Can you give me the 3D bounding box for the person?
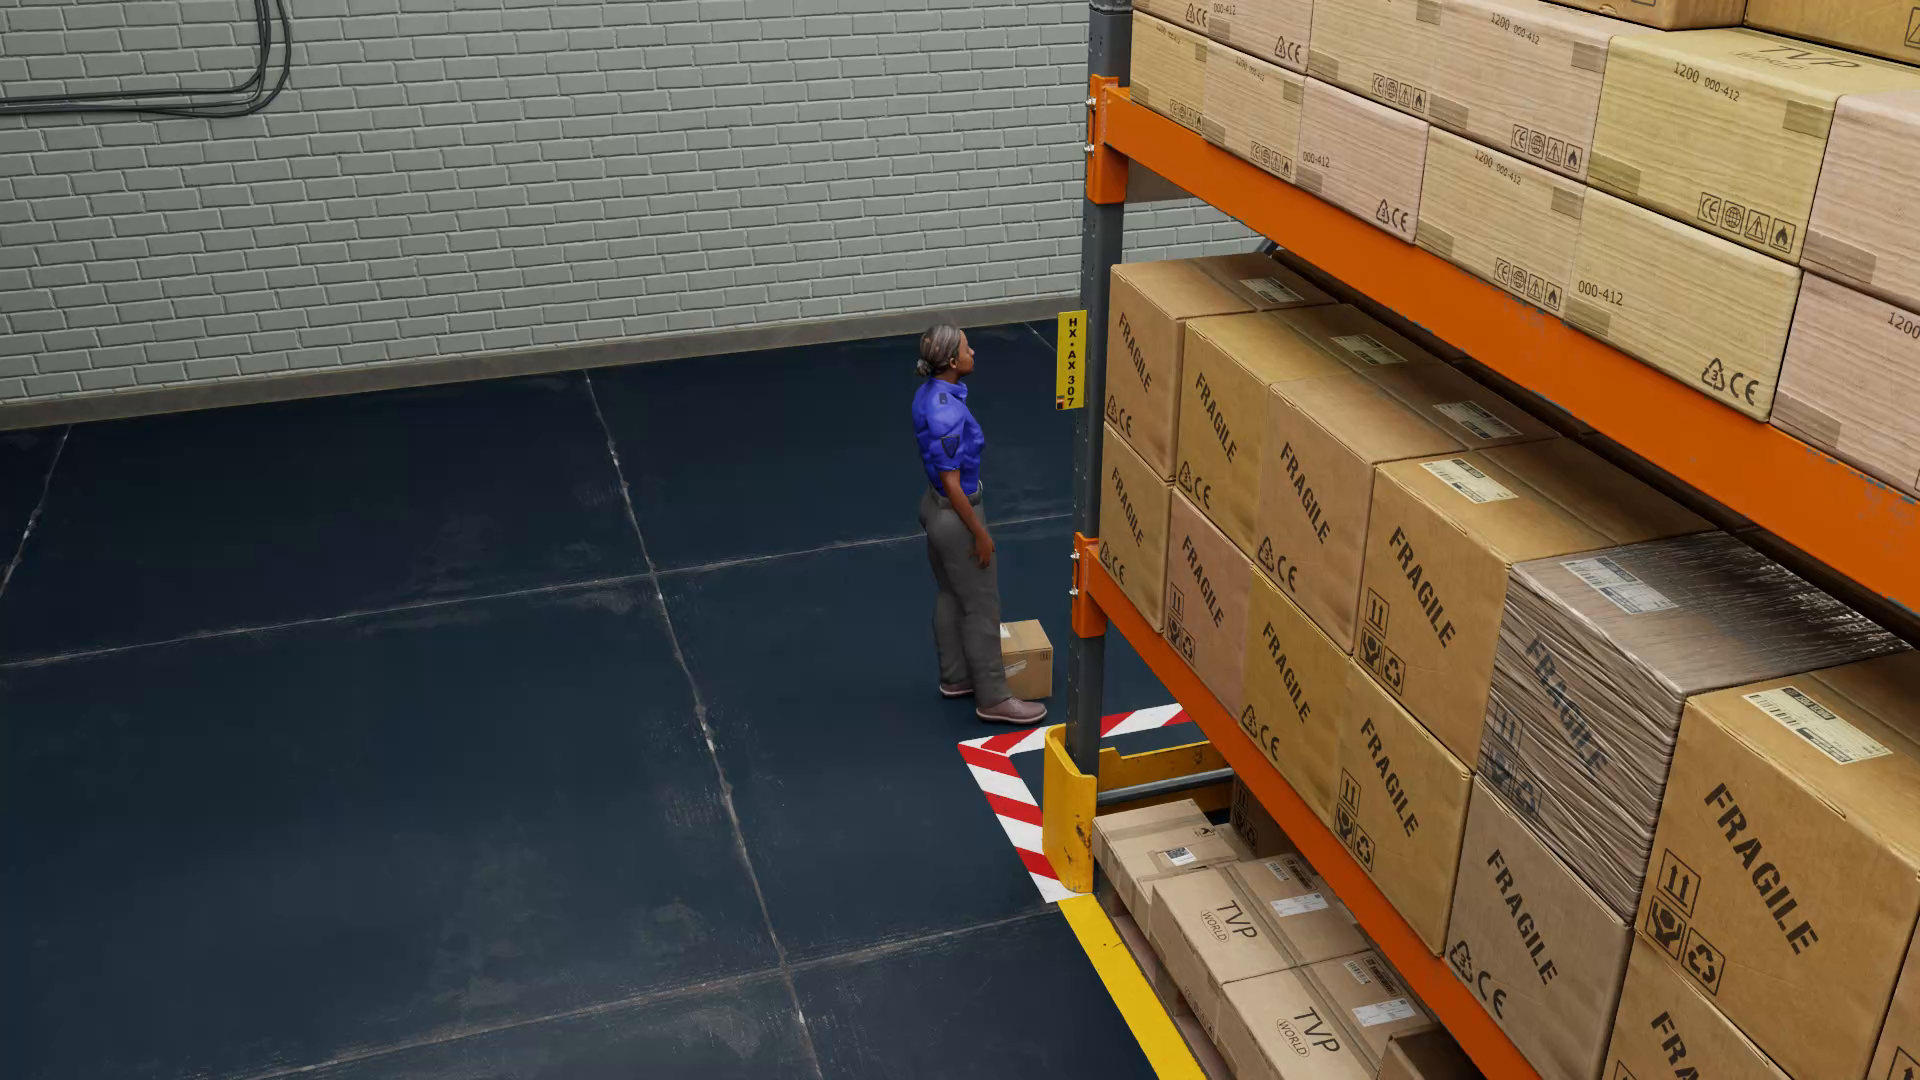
[{"bbox_3d":[0.069,-0.079,6.760,0.503,1.656,0.569,-6,27,-11],"label":"person"}]
